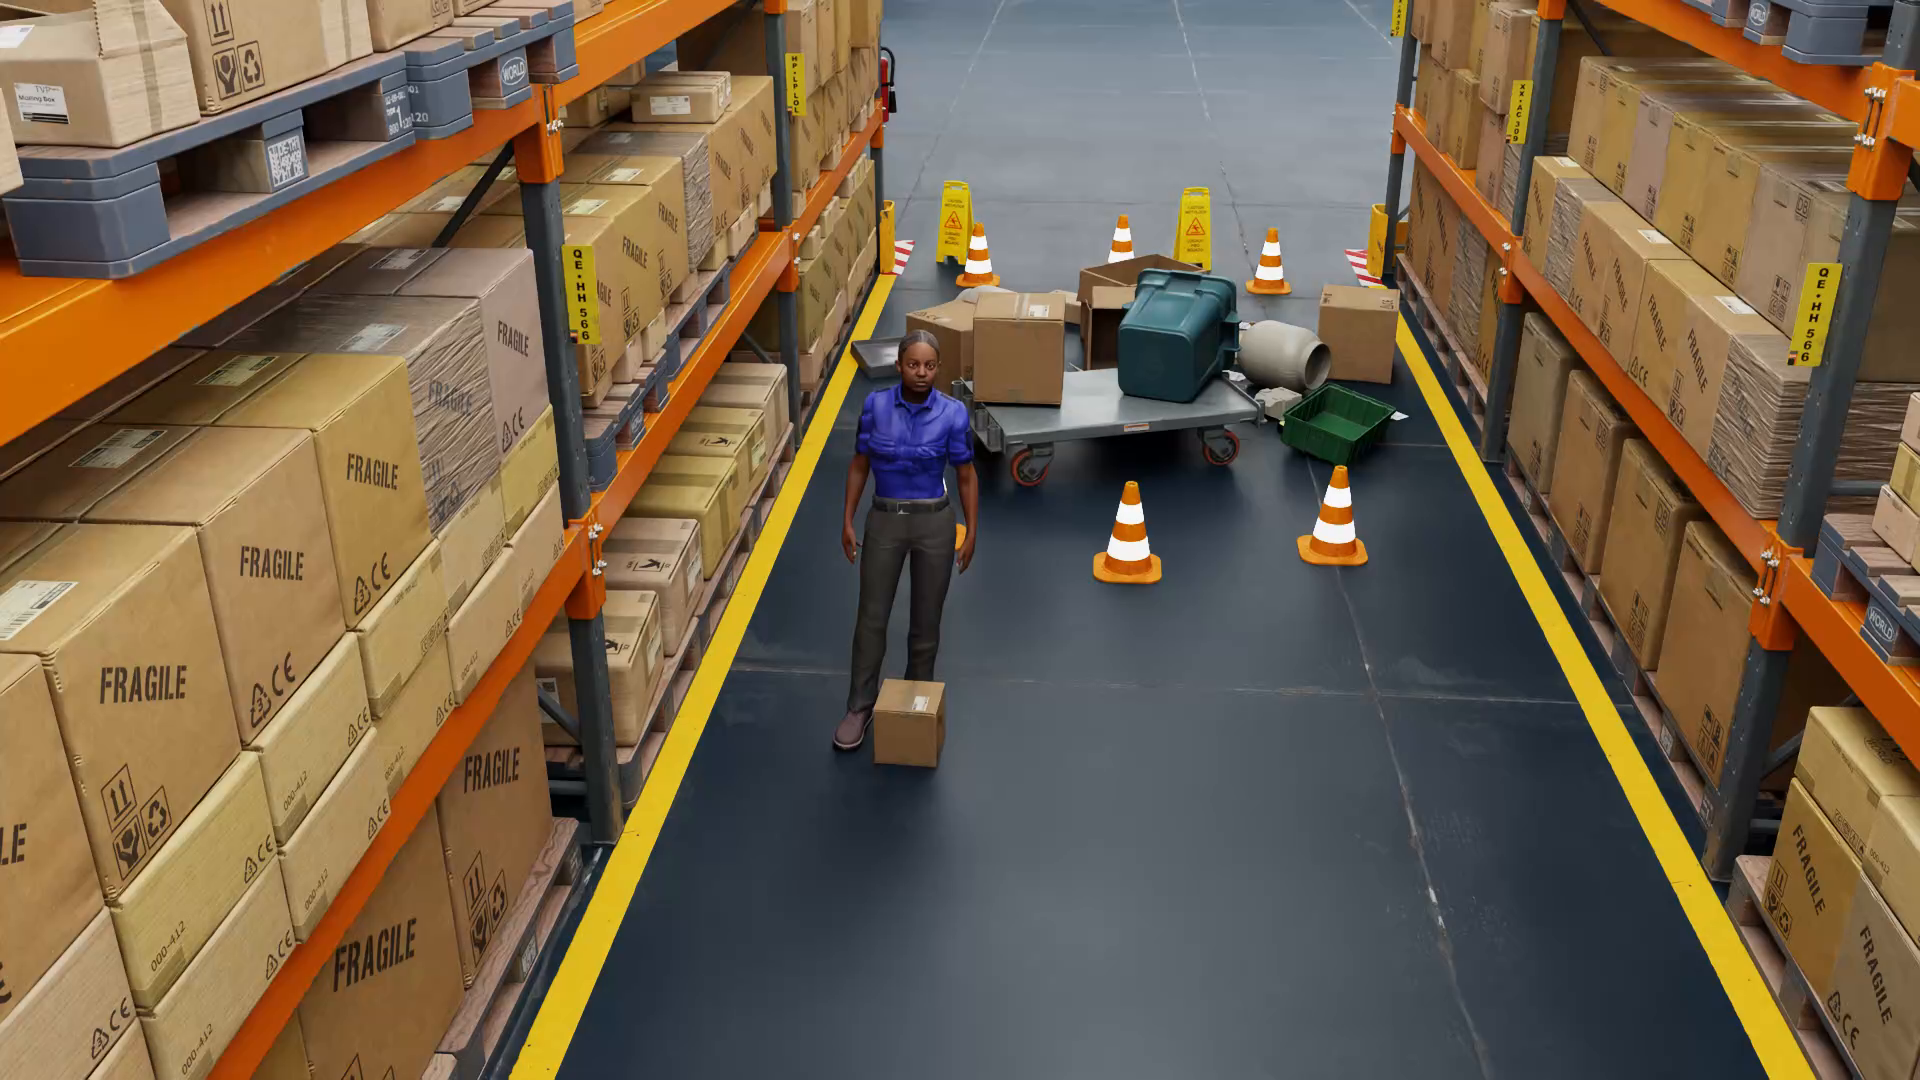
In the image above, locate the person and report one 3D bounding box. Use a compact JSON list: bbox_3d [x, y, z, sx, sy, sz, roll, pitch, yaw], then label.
[{"bbox_3d":[-0.218,0.009,6.572,0.570,1.657,0.502,2,25,4],"label":"person"}]
